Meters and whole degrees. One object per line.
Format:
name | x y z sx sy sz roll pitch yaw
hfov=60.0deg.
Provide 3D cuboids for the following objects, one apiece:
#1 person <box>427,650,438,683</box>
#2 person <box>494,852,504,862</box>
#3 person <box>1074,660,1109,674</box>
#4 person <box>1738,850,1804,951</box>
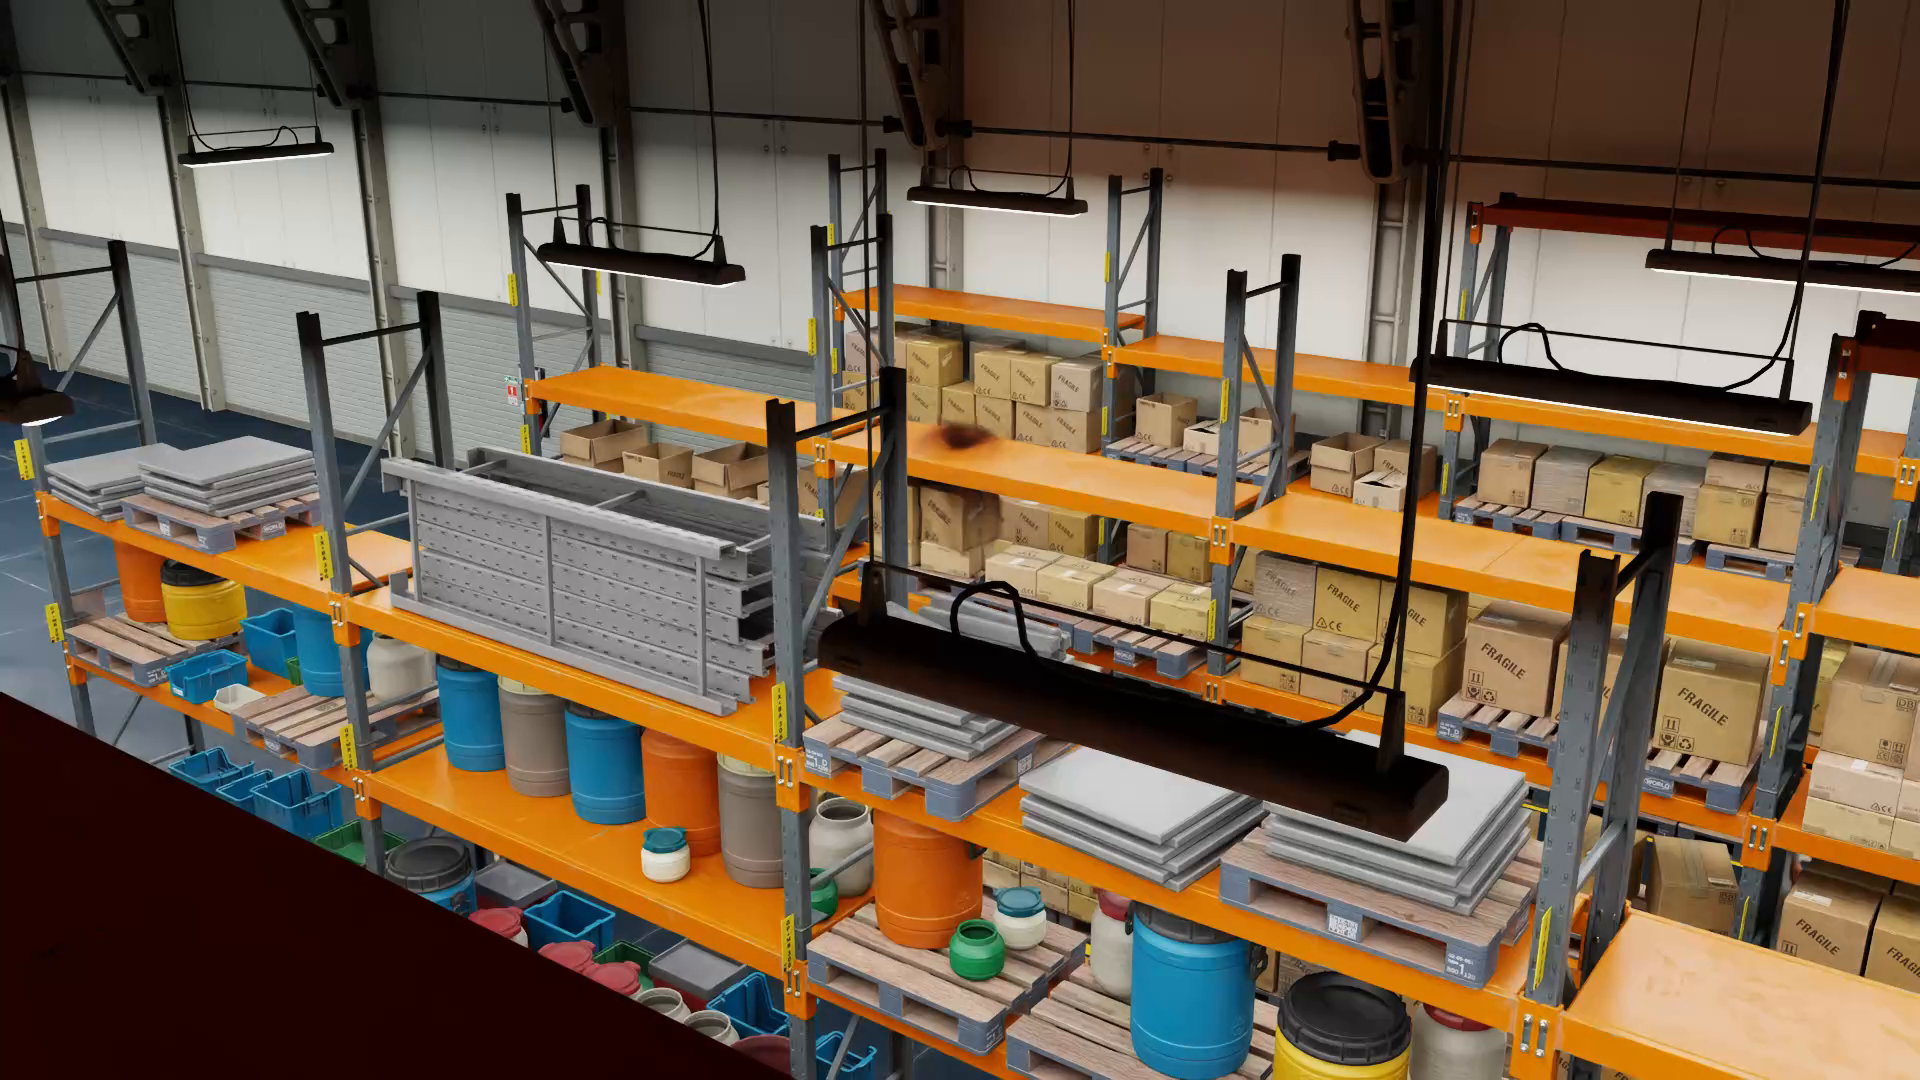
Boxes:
person | -6.043 1.067 19.411 0.651 1.706 0.405 -7 20 -21
person | -3.816 2.720 14.248 0.494 1.803 0.622 1 18 2
person | 1.375 1.527 17.778 0.467 1.749 0.728 -10 21 -27
person | 6.670 2.917 13.789 0.500 1.691 0.482 -14 23 -37
